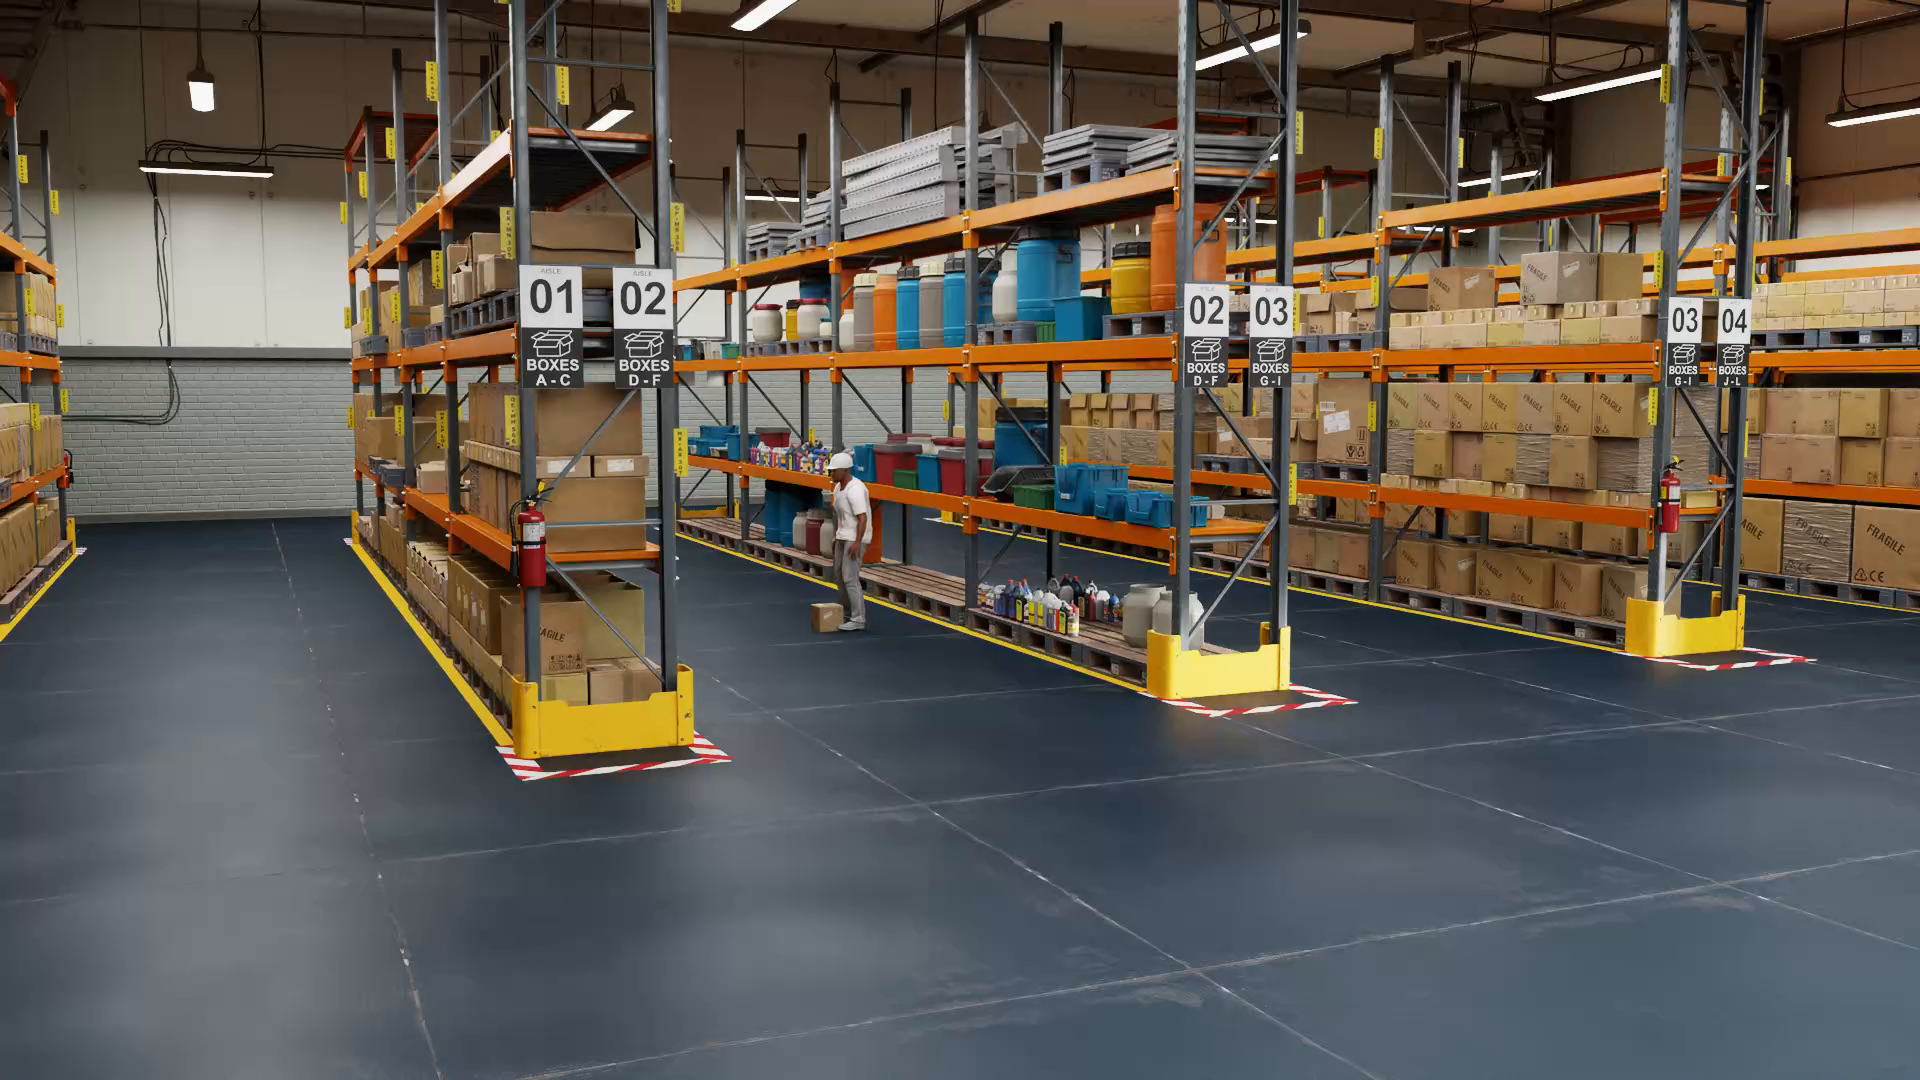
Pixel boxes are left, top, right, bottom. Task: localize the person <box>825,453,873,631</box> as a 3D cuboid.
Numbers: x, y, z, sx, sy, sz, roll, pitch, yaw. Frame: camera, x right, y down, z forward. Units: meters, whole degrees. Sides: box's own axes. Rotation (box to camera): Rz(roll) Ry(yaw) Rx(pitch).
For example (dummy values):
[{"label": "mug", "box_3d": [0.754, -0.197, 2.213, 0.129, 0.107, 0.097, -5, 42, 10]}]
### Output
[{"label": "person", "box_3d": [-1.124, 0.011, 16.559, 0.463, 1.759, 0.631, -2, 6, -24]}]
